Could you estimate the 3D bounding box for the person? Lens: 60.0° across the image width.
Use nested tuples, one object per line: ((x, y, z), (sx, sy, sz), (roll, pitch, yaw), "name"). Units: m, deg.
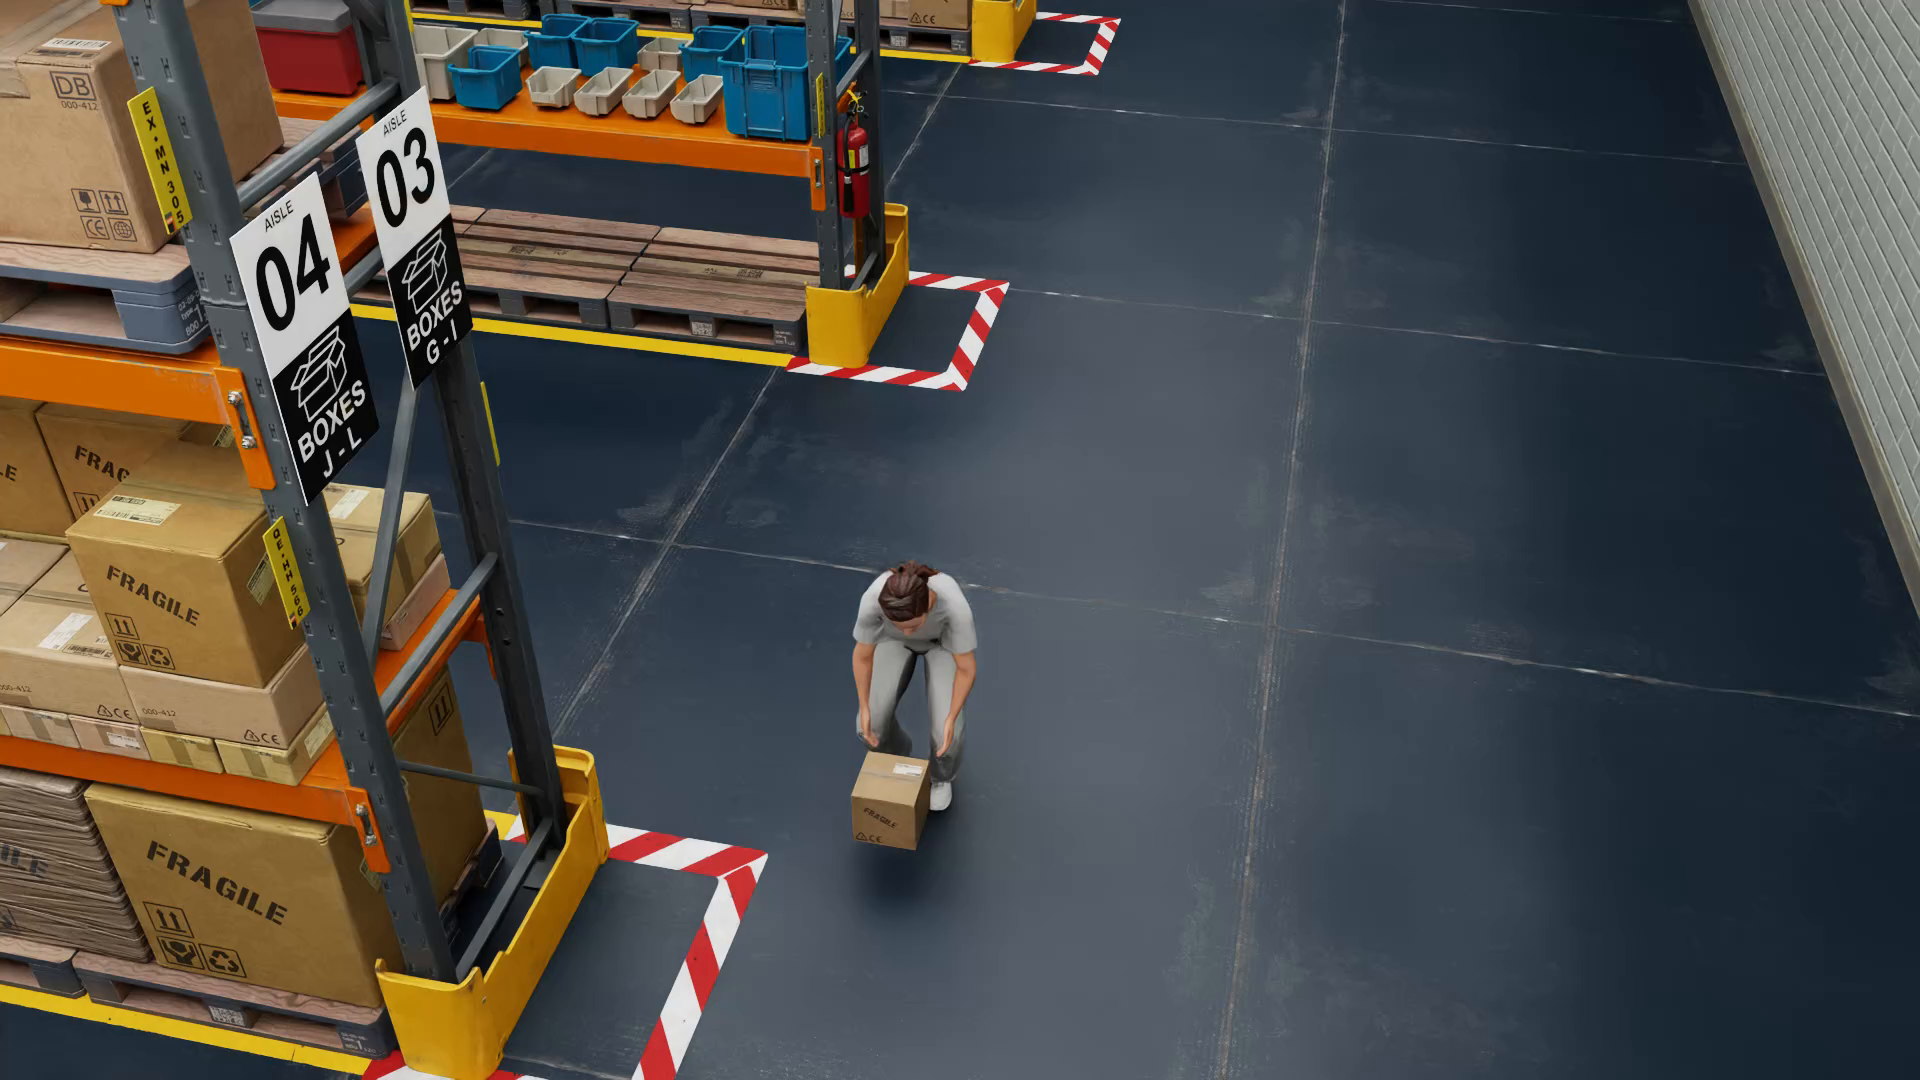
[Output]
((-0.154, 0.520, 6.580), (0.492, 1.306, 0.680), (8, 37, 10), "person")
